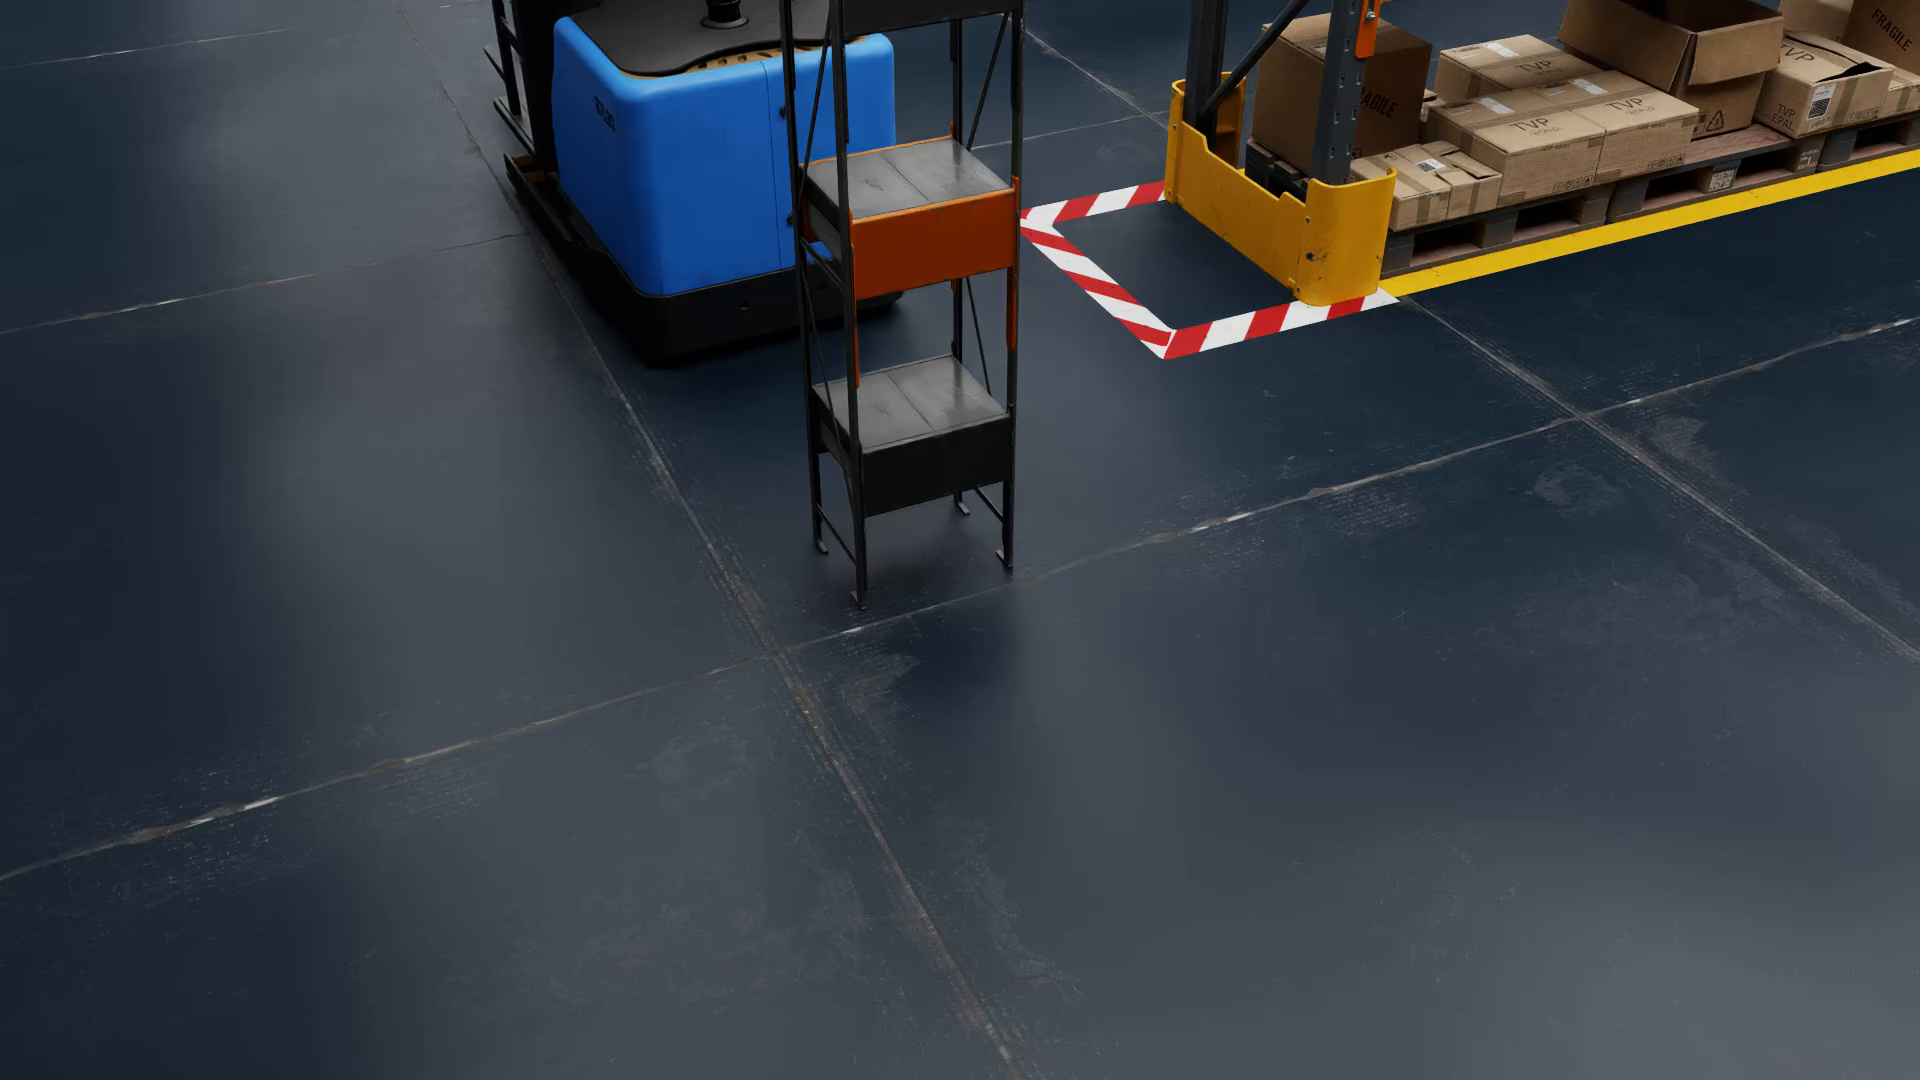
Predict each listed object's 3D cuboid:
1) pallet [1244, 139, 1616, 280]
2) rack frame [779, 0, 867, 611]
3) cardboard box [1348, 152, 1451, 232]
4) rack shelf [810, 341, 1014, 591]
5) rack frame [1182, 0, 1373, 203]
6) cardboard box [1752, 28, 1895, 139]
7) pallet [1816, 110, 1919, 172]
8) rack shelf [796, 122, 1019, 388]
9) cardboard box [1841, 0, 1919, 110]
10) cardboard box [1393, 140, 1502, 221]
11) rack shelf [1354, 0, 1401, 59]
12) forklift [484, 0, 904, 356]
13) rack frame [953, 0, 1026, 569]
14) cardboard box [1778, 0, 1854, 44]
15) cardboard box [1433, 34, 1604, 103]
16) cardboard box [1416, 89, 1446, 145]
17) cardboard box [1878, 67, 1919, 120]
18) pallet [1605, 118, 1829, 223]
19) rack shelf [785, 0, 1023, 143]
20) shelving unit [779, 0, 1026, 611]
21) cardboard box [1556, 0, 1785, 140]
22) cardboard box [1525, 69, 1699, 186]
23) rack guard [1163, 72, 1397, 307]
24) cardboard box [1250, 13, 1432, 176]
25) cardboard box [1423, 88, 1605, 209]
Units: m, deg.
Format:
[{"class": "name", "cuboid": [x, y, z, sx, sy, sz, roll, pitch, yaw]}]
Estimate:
[{"class": "pallet", "cuboid": [1.994, -1.540, 7.150, 1.213, 0.211, 1.003, -16, 39, -20]}, {"class": "rack frame", "cuboid": [-0.371, -0.740, 4.485, 0.015, 2.100, 0.400, -16, 39, -20]}, {"class": "cardboard box", "cuboid": [1.729, -1.391, 6.632, 0.250, 0.149, 0.380, -16, 39, -20]}, {"class": "rack shelf", "cuboid": [-0.150, -0.228, 4.993, 0.480, 0.518, 0.431, -16, 39, -20]}, {"class": "rack frame", "cuboid": [1.204, -2.439, 6.020, 0.127, 3.000, 1.000, -16, 39, -20]}, {"class": "cardboard box", "cuboid": [3.751, -2.061, 7.399, 0.500, 0.311, 0.500, -16, 39, -20]}, {"class": "pallet", "cuboid": [4.203, -2.158, 7.983, 1.213, 0.211, 1.003, -16, 39, -20]}, {"class": "rack shelf", "cuboid": [-0.150, -0.791, 4.576, 0.480, 0.518, 0.431, -16, 39, -20]}, {"class": "cardboard box", "cuboid": [4.430, -2.327, 7.598, 0.500, 0.500, 0.500, -16, 39, -20]}, {"class": "cardboard box", "cuboid": [1.956, -1.462, 6.712, 0.250, 0.166, 0.380, -16, 39, -20]}, {"class": "rack shelf", "cuboid": [3.015, -2.656, 6.917, 4.000, 0.370, 1.077, -16, 39, -20]}, {"class": "forklift", "cuboid": [-1.337, -2.708, 6.441, 1.130, 2.935, 3.031, -17, 40, -21]}, {"class": "rack frame", "cuboid": [0.071, -0.863, 4.651, 0.015, 2.100, 0.400, -16, 39, -20]}, {"class": "cardboard box", "cuboid": [4.353, -2.559, 8.069, 0.500, 0.311, 0.500, -16, 39, -20]}, {"class": "cardboard box", "cuboid": [2.465, -2.006, 7.375, 0.500, 0.250, 0.500, -16, 39, -20]}, {"class": "cardboard box", "cuboid": [1.997, -1.802, 7.171, 0.250, 0.166, 0.380, -16, 39, -20]}, {"class": "cardboard box", "cuboid": [4.116, -2.059, 7.531, 0.250, 0.149, 0.380, -16, 39, -20]}, {"class": "pallet", "cuboid": [3.097, -1.847, 7.563, 1.213, 0.211, 1.003, -16, 39, -20]}, {"class": "rack shelf", "cuboid": [-0.150, -1.353, 4.159, 0.480, 0.518, 0.431, -16, 39, -20]}, {"class": "shelving unit", "cuboid": [-0.150, -0.801, 4.568, 0.503, 2.100, 0.431, -16, 39, -20]}, {"class": "cardboard box", "cuboid": [3.127, -2.147, 7.353, 0.637, 0.503, 0.797, -16, 39, -20]}, {"class": "cardboard box", "cuboid": [2.722, -1.749, 7.029, 0.500, 0.250, 0.500, -16, 39, -20]}, {"class": "rack guard", "cuboid": [1.273, -1.454, 6.791, 0.348, 0.500, 1.175, -16, 39, -20]}, {"class": "cardboard box", "cuboid": [1.592, -1.882, 6.999, 0.500, 0.500, 0.500, -16, 39, -20]}, {"class": "cardboard box", "cuboid": [2.270, -1.622, 6.858, 0.500, 0.250, 0.500, -16, 39, -20]}]
